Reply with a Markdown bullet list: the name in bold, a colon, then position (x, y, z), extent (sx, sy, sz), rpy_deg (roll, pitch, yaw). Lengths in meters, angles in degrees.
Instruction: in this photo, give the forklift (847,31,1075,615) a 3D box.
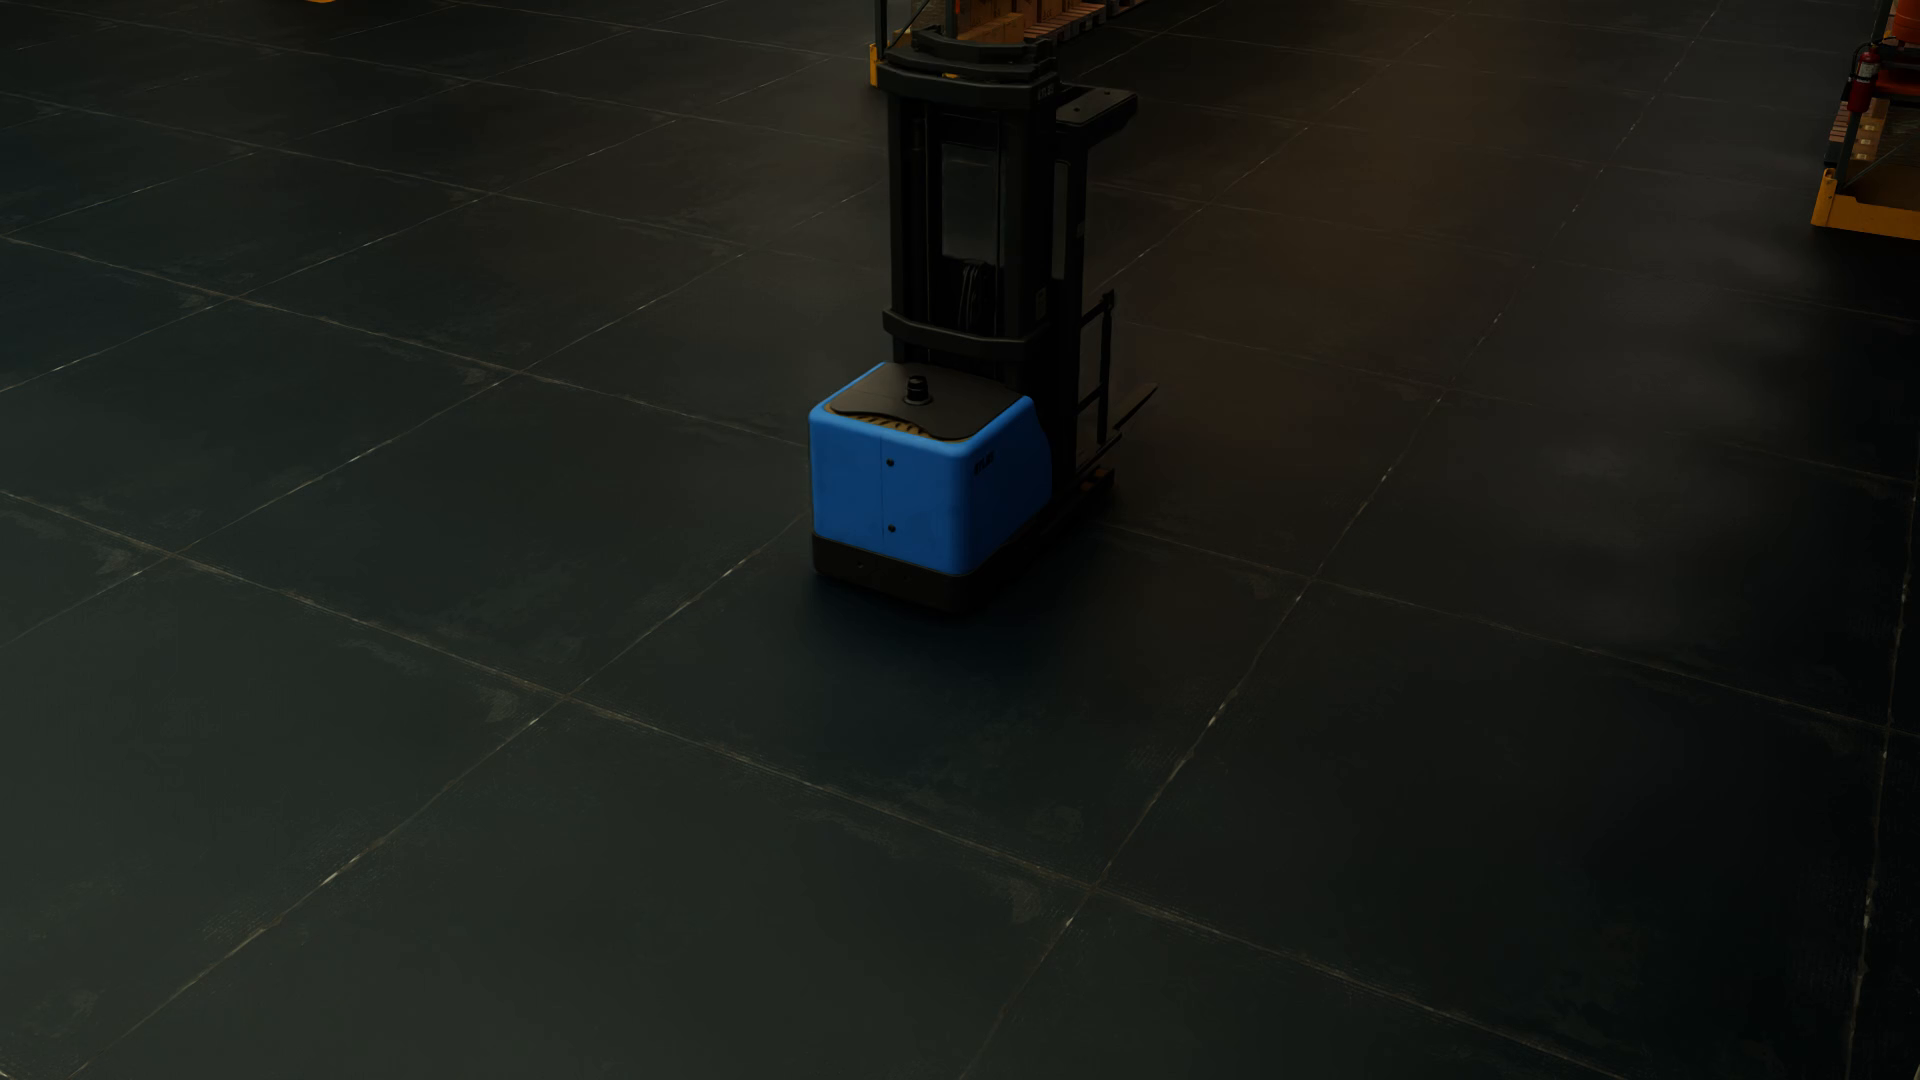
- **forklift**: position (0.072, -1.572, 9.794), extent (1.130, 2.935, 3.031), rpy_deg (3, 30, 6)
